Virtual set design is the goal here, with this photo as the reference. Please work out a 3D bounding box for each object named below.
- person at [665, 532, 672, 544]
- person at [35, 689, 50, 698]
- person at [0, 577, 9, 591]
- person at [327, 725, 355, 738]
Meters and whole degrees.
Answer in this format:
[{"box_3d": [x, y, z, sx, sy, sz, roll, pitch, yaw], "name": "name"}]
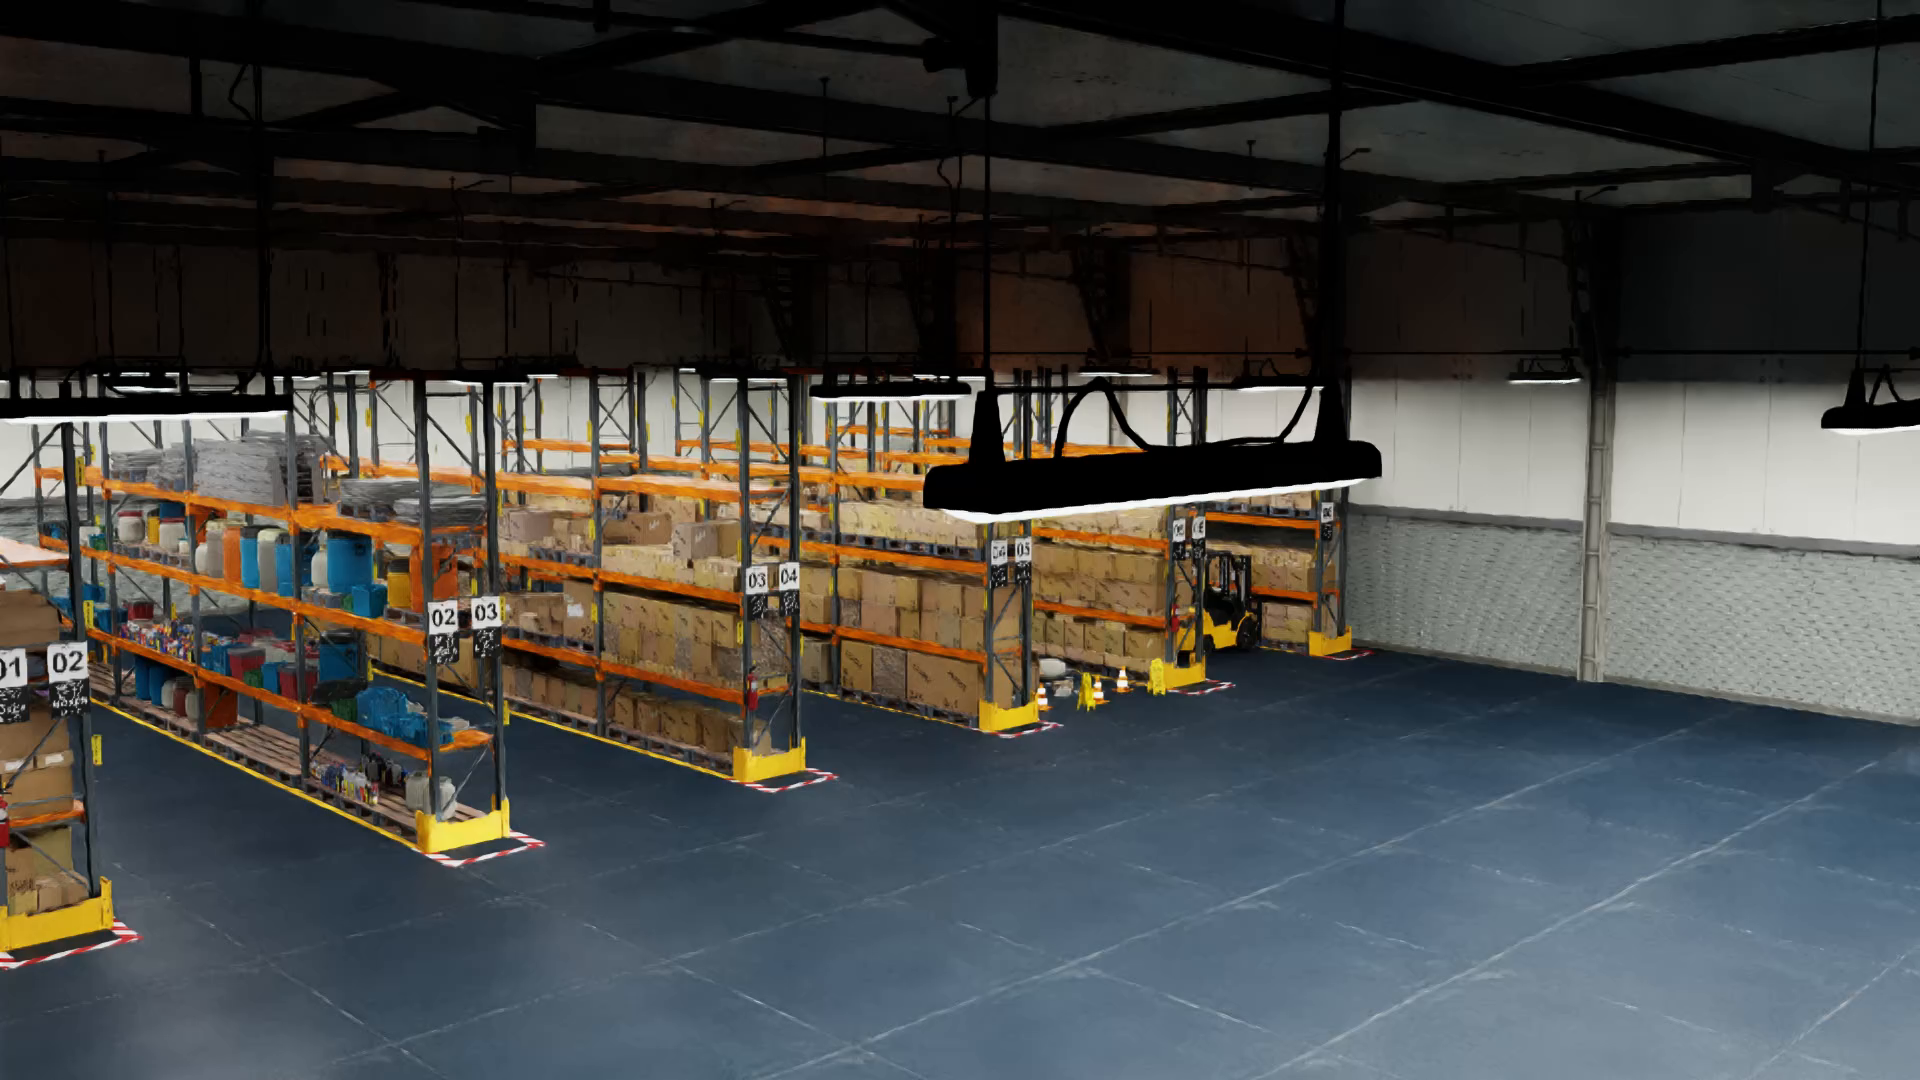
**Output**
[{"box_3d": [-8.424, 0.122, 47.892, 0.597, 1.691, 0.527, 1, 7, 9], "name": "person"}, {"box_3d": [-14.532, 2.543, 26.441, 0.504, 1.603, 0.419, 2, 7, 18], "name": "person"}, {"box_3d": [-19.653, 1.640, 33.842, 0.574, 1.772, 0.597, 1, 7, 10], "name": "person"}, {"box_3d": [-10.168, 2.456, 27.384, 0.518, 1.604, 0.592, 6, 9, 43], "name": "person"}]
